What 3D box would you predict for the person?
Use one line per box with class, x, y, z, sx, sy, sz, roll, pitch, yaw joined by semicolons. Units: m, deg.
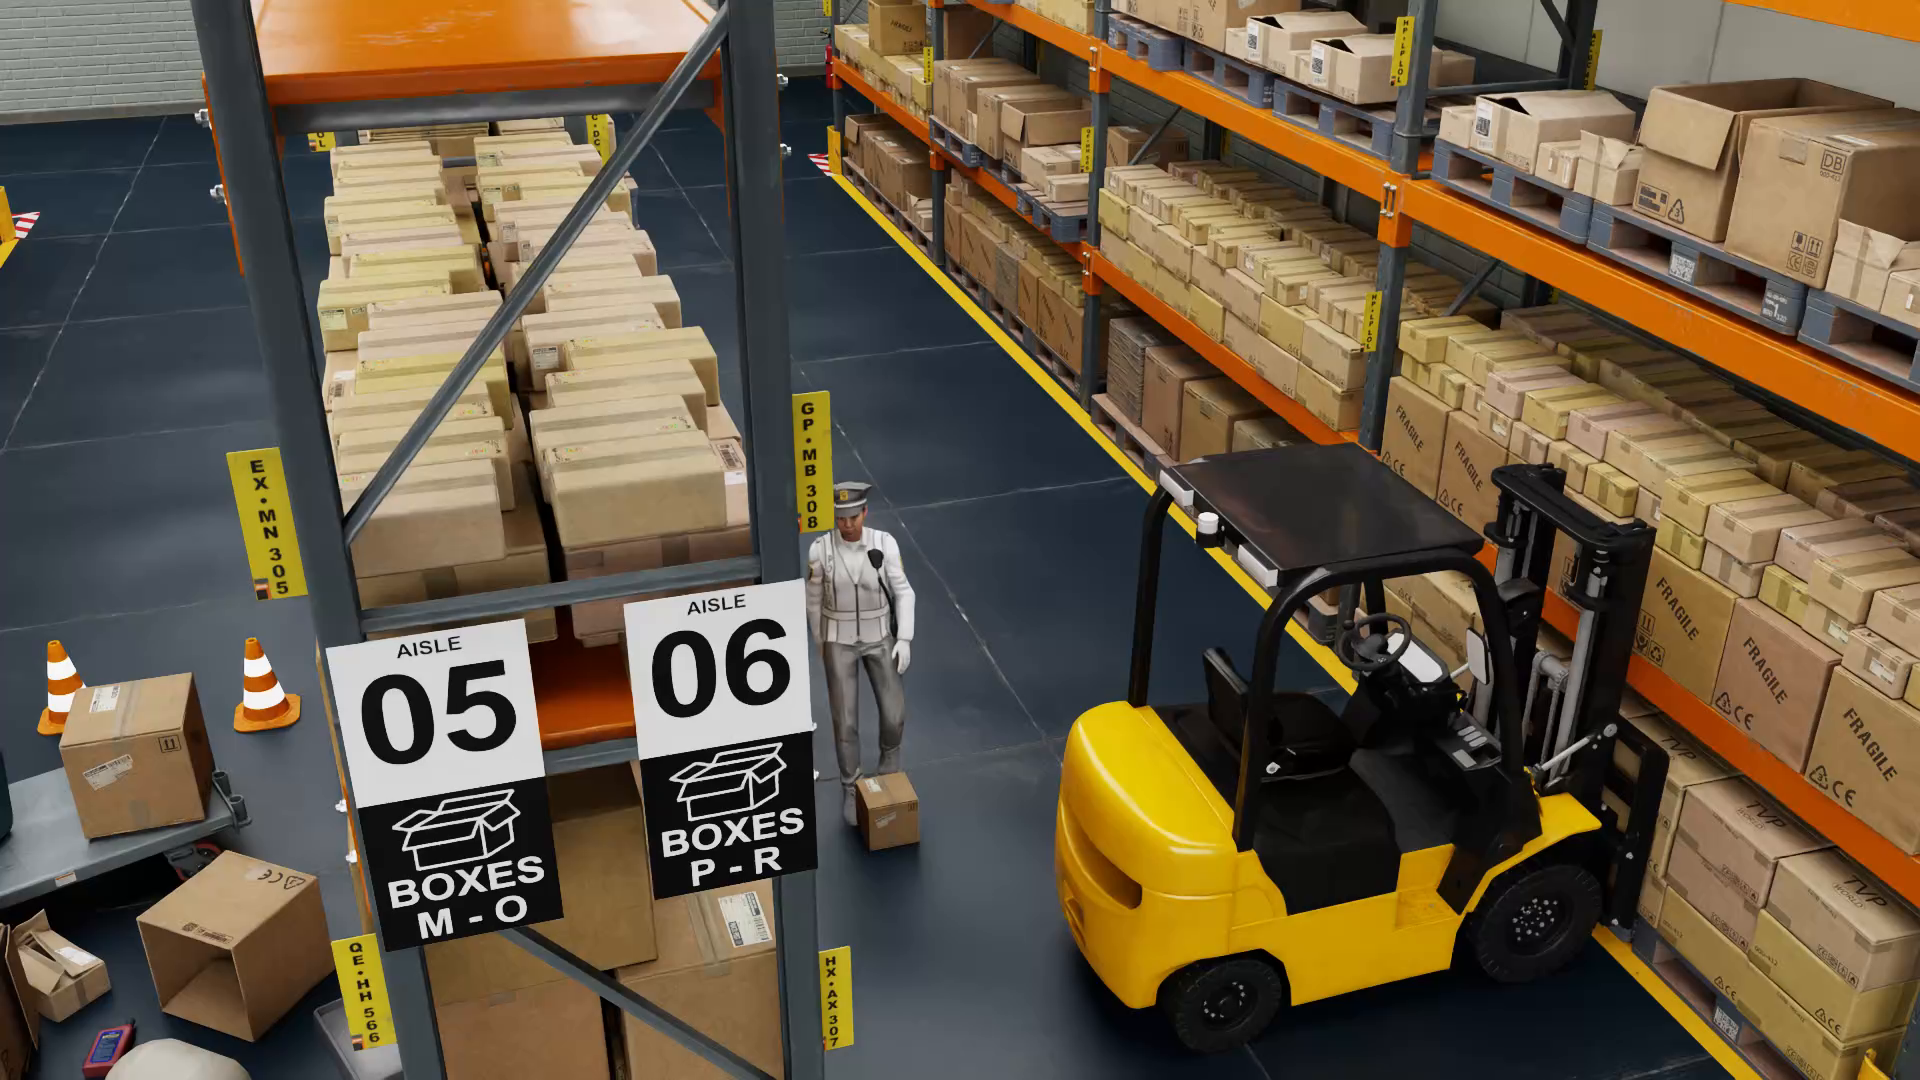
person;-0.476;0.538;8.094;0.538;1.668;0.622;-3;27;-6
